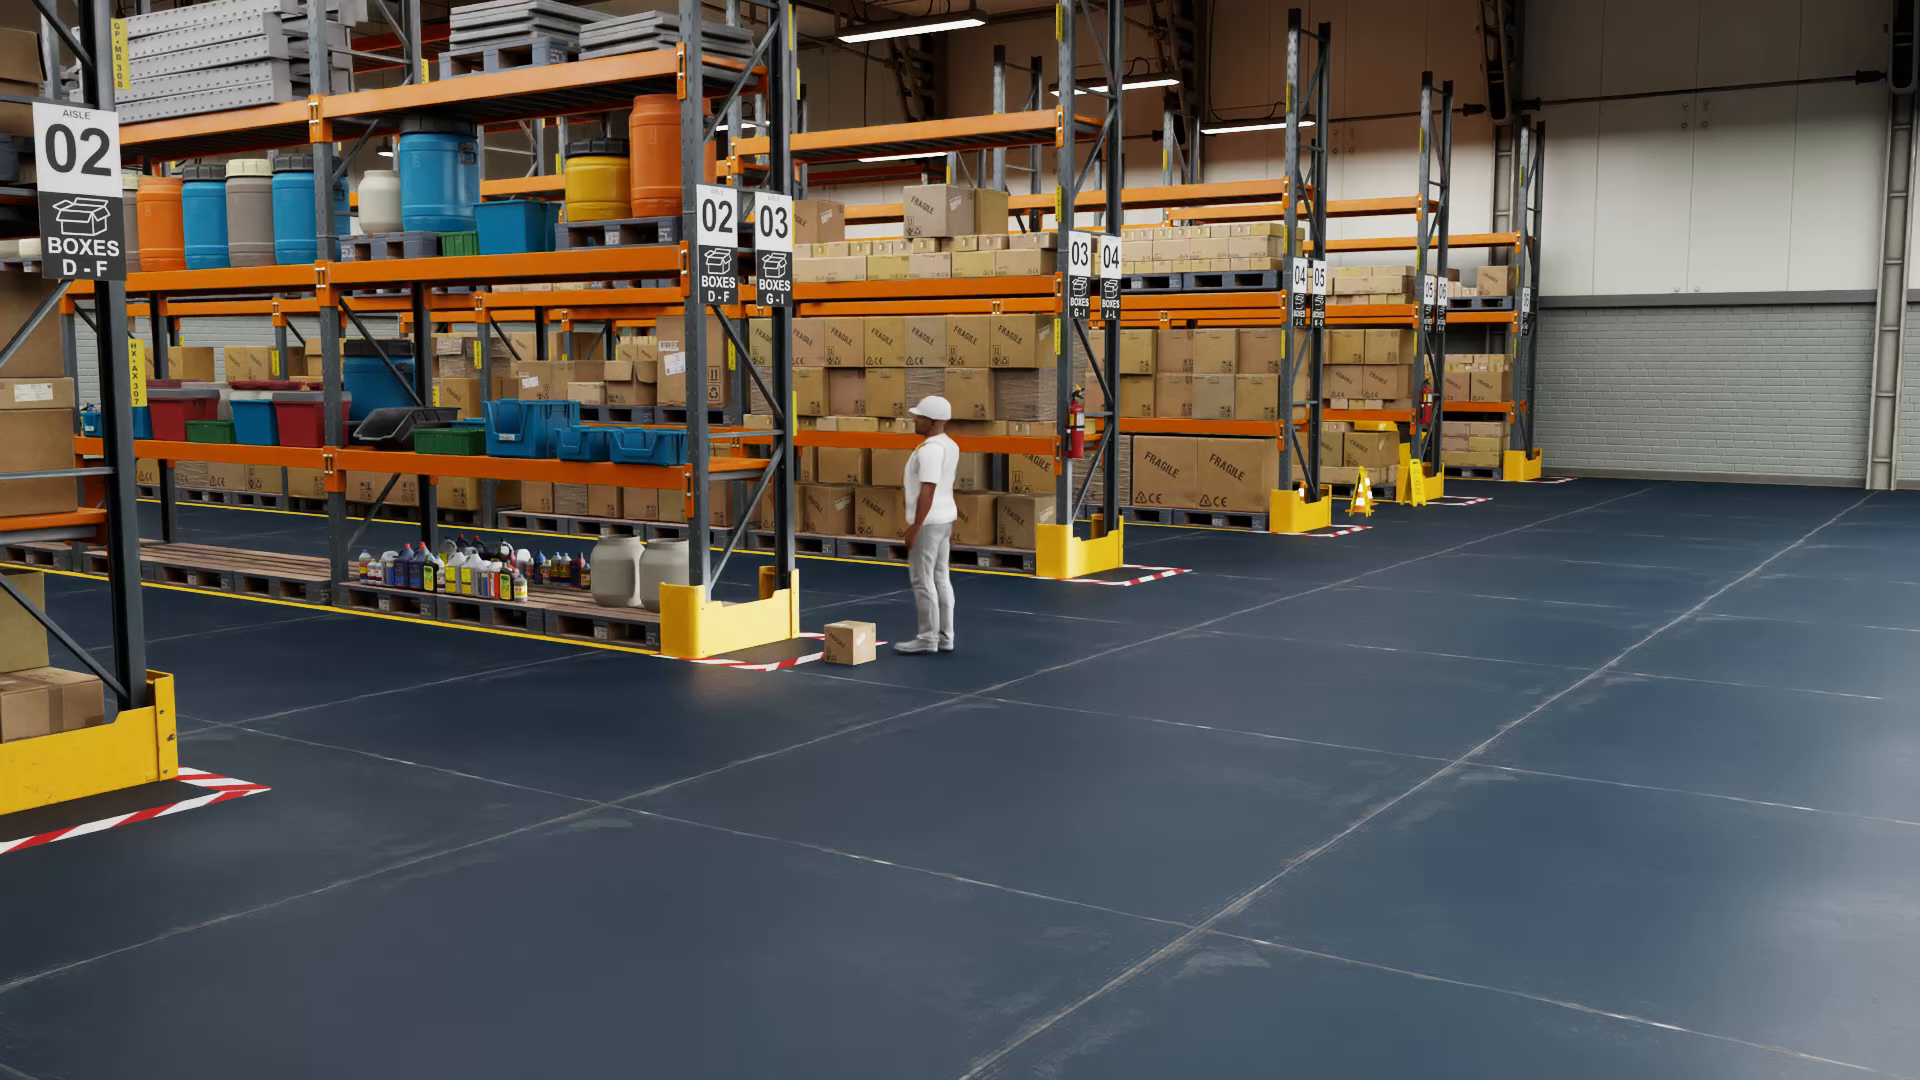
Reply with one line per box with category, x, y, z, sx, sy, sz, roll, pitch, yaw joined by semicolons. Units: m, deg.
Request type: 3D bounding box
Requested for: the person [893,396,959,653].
person;-0.224;-0.115;11.534;0.404;1.769;0.585;2;7;18
